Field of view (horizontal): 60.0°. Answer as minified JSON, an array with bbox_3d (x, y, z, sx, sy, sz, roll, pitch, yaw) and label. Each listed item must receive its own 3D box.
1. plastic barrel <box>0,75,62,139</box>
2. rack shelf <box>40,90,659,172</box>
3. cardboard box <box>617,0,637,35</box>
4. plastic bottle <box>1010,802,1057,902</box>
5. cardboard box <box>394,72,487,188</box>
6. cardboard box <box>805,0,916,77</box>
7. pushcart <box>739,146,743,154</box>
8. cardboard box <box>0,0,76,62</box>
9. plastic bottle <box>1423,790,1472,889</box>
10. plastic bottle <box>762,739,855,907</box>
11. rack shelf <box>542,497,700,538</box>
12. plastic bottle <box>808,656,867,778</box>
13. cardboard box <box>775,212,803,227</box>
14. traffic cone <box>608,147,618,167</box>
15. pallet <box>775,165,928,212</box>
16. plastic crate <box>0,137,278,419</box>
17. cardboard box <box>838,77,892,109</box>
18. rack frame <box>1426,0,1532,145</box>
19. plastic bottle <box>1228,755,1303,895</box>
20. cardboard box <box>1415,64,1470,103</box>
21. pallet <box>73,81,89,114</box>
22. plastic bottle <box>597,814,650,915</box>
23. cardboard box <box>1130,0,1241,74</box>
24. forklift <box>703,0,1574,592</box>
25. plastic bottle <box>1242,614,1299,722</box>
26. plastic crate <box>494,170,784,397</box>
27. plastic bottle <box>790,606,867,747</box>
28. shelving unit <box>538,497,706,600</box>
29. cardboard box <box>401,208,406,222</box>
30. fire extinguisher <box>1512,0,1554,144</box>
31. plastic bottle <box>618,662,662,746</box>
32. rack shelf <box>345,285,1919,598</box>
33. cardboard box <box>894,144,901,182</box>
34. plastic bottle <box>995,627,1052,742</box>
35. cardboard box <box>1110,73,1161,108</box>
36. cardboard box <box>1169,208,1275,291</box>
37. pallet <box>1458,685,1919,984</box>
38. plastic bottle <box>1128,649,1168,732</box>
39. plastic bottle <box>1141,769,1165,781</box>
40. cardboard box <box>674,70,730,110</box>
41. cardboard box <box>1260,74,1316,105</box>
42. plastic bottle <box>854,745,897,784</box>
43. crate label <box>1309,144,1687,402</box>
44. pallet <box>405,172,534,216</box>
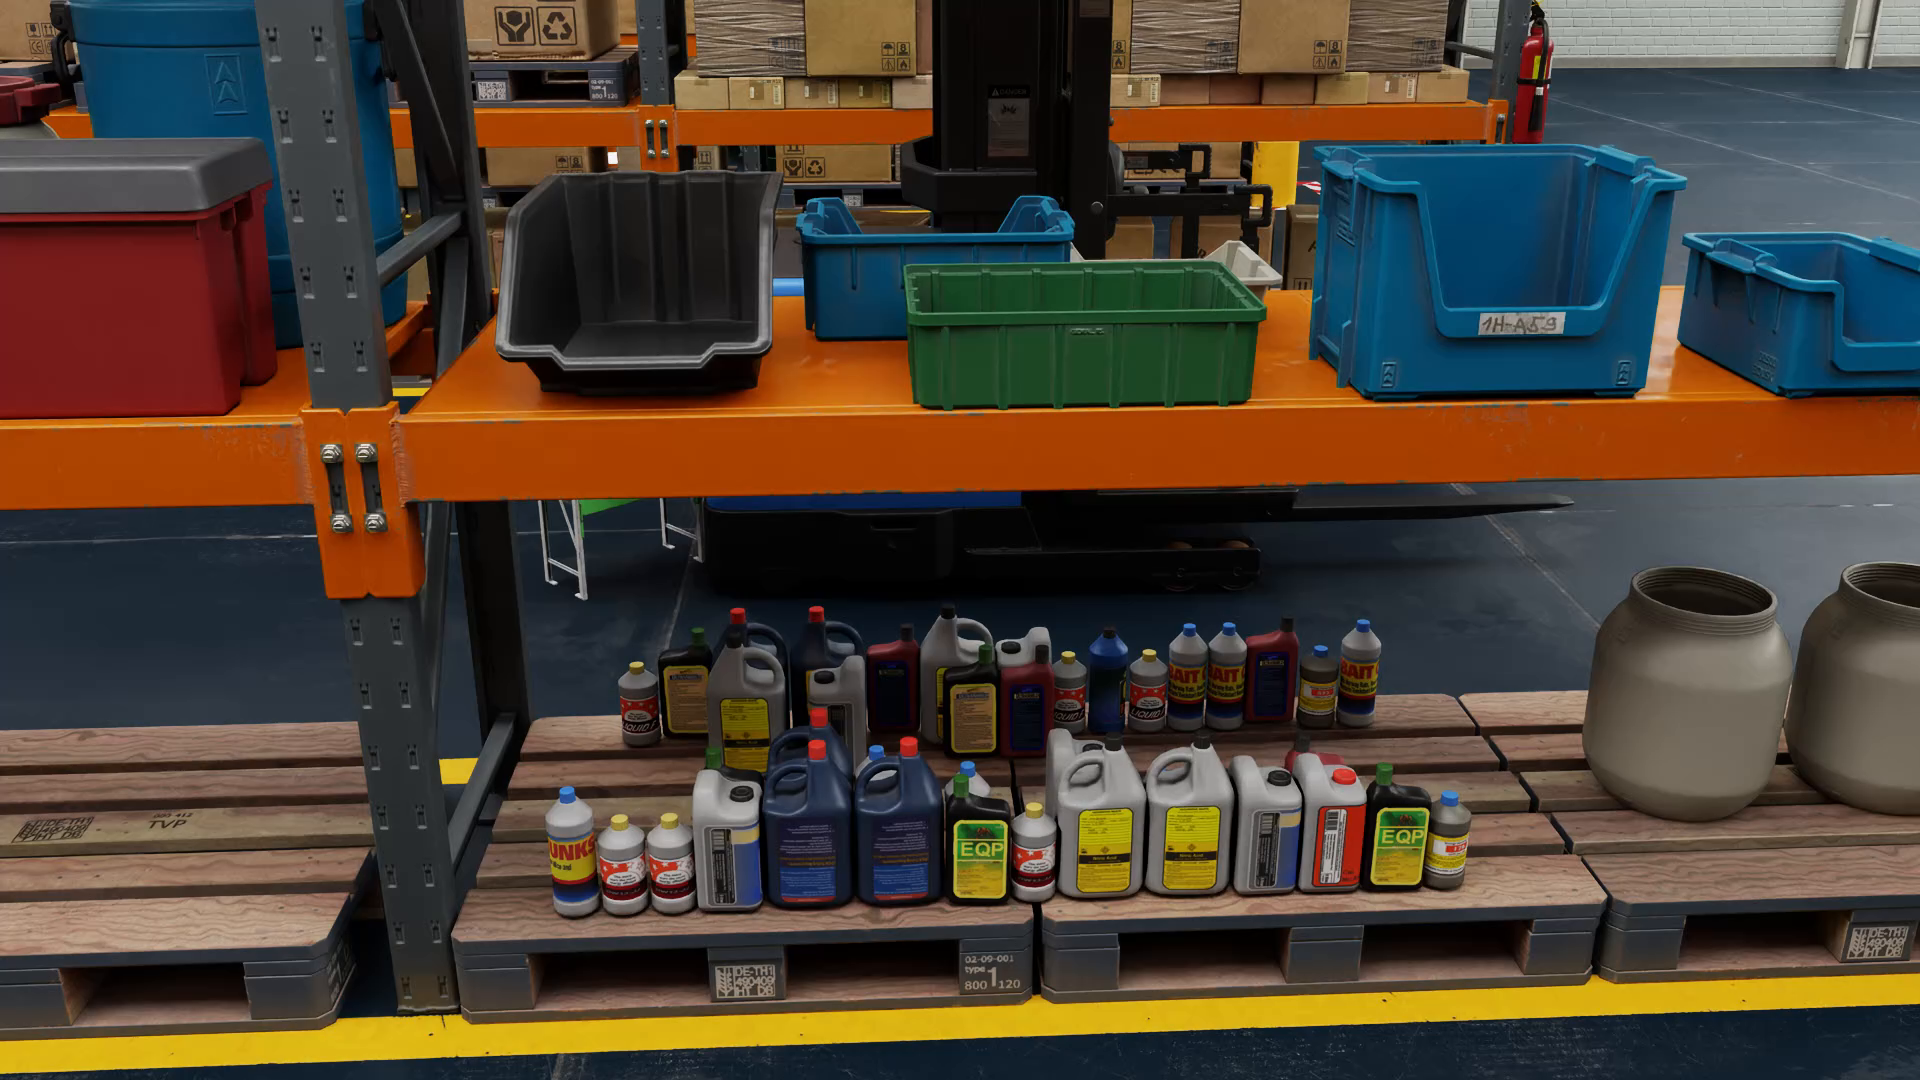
[{"bbox_3d":[-2.114,-0.703,3.561,0.433,0.535,0.433,0,21,0],"label":"plastic barrel"},{"bbox_3d":[-3.426,-1.964,8.074,4.000,0.370,1.077,-1,21,-3],"label":"rack shelf"},{"bbox_3d":[-2.622,-4.035,12.364,0.500,0.500,0.500,-1,21,-4],"label":"cardboard box"},{"bbox_3d":[0.155,0.651,3.510,0.097,0.201,0.097,0,21,0],"label":"plastic bottle"},{"bbox_3d":[-4.120,-3.167,12.796,0.750,0.750,1.050,-1,21,-2],"label":"cardboard box"},{"bbox_3d":[-0.476,-2.511,7.942,0.500,0.500,0.875,-1,21,-3],"label":"cardboard box"},{"bbox_3d":[-1.815,-3.826,15.641,0.936,0.377,1.648,-9,23,-22],"label":"pushcart"},{"bbox_3d":[-4.335,-2.574,7.936,0.500,0.500,0.700,2,21,5],"label":"cardboard box"},{"bbox_3d":[1.038,0.633,3.557,0.097,0.201,0.097,0,21,0],"label":"plastic bottle"},{"bbox_3d":[-0.317,0.582,3.480,0.185,0.351,0.144,-1,21,-2],"label":"plastic bottle"},{"bbox_3d":[-1.168,-0.167,5.727,0.480,0.148,0.258,-19,28,-41],"label":"rack shelf"},{"bbox_3d":[-0.295,0.419,4.014,0.135,0.276,0.152,-1,21,-3],"label":"plastic bottle"},{"bbox_3d":[-1.028,-1.362,8.407,0.500,0.500,0.500,-2,21,-5],"label":"cardboard box"},{"bbox_3d":[-3.037,-3.428,14.474,0.334,0.463,0.336,-1,21,-3],"label":"traffic cone"},{"bbox_3d":[-0.848,-2.789,13.149,1.213,0.211,1.003,-1,21,-3],"label":"pallet"},{"bbox_3d":[-1.613,-0.492,3.108,0.583,0.464,0.402,-1,21,-3],"label":"plastic crate"},{"bbox_3d":[-0.450,-2.144,7.891,0.250,0.149,0.380,-1,21,-3],"label":"cardboard box"},{"bbox_3d":[2.564,-2.422,8.266,0.127,3.000,1.000,-1,21,-3],"label":"rack frame"},{"bbox_3d":[0.646,0.596,3.549,0.135,0.276,0.152,-2,21,-5],"label":"plastic bottle"},{"bbox_3d":[2.291,-2.225,8.103,0.250,0.149,0.380,-1,21,-3],"label":"cardboard box"},{"bbox_3d":[-3.449,-2.224,8.017,1.213,0.211,1.003,-1,21,-3],"label":"pallet"},{"bbox_3d":[-0.702,0.668,3.464,0.097,0.201,0.097,0,21,0],"label":"plastic bottle"},{"bbox_3d":[1.019,-2.558,8.066,0.500,0.500,0.875,-1,21,-3],"label":"cardboard box"},{"bbox_3d":[0.629,-1.382,5.630,3.031,2.935,1.130,-1,21,-3],"label":"forklift"},{"bbox_3d":[0.792,0.326,4.249,0.133,0.283,0.061,-1,21,-2],"label":"plastic bottle"},{"bbox_3d":[-0.617,-0.517,3.351,0.504,0.338,0.767,-1,21,-3],"label":"plastic crate"},{"bbox_3d":[-0.329,0.332,4.138,0.185,0.351,0.144,-2,21,-6],"label":"plastic bottle"},{"bbox_3d":[-1.168,-0.451,5.618,0.503,1.200,0.258,-19,28,-41],"label":"shelving unit"},{"bbox_3d":[-3.080,-1.358,8.368,0.500,0.500,0.700,-3,21,-8],"label":"cardboard box"},{"bbox_3d":[2.705,-2.224,7.856,0.183,0.674,0.296,-1,21,-3],"label":"fire extinguisher"},{"bbox_3d":[-0.802,0.403,4.161,0.097,0.201,0.097,0,21,0],"label":"plastic bottle"},{"bbox_3d":[0.850,-0.285,3.666,4.000,0.370,1.077,-1,21,-3],"label":"rack shelf"},{"bbox_3d":[-0.080,-3.315,13.009,0.875,0.875,0.875,-1,21,-3],"label":"cardboard box"},{"bbox_3d":[0.156,0.359,4.173,0.135,0.276,0.152,-1,21,-2],"label":"plastic bottle"},{"bbox_3d":[0.800,-2.157,7.925,0.250,0.149,0.380,-1,21,-3],"label":"cardboard box"},{"bbox_3d":[1.345,-1.419,8.554,0.500,0.500,0.500,4,21,11],"label":"cardboard box"},{"bbox_3d":[1.962,0.674,4.054,1.213,0.211,1.003,-1,21,-3],"label":"pallet"},{"bbox_3d":[0.478,0.377,4.229,0.097,0.201,0.097,0,21,0],"label":"plastic bottle"},{"bbox_3d":[0.431,0.594,3.660,0.097,0.201,0.097,0,21,0],"label":"plastic bottle"},{"bbox_3d":[-1.198,-2.121,7.828,0.250,0.149,0.380,-1,21,-3],"label":"cardboard box"},{"bbox_3d":[1.544,-2.197,8.030,0.250,0.149,0.380,-1,21,-3],"label":"cardboard box"},{"bbox_3d":[-0.179,0.574,3.615,0.097,0.271,0.097,0,21,0],"label":"plastic bottle"},{"bbox_3d":[1.025,-0.545,3.288,0.616,0.435,0.502,-1,21,-3],"label":"crate label"},{"bbox_3d":[-3.599,-2.733,13.002,1.213,0.211,1.003,-1,21,-3],"label":"pallet"}]
